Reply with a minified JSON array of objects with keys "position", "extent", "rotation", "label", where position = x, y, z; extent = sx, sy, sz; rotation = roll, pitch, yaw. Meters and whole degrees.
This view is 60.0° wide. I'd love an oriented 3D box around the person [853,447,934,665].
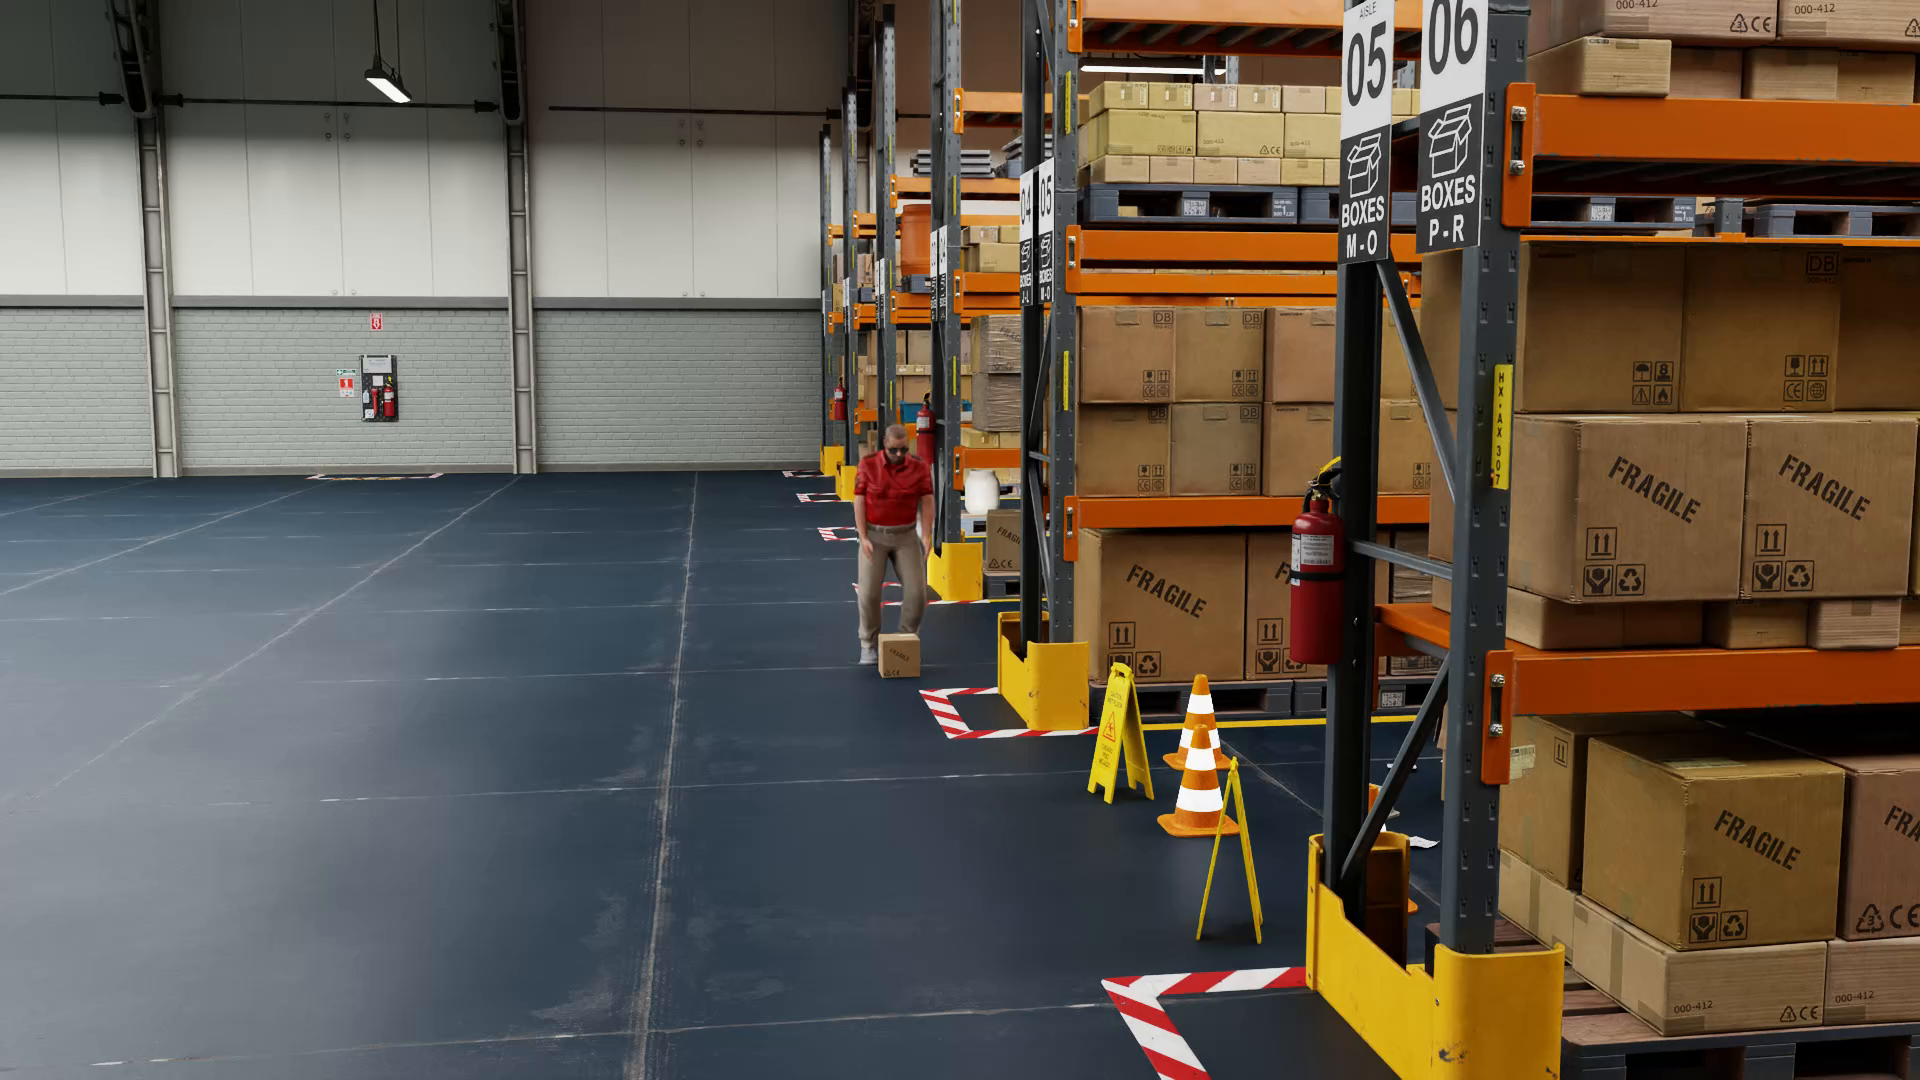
[{"position":[-0.459,0.092,11.514],"extent":[0.560,1.508,0.407],"rotation":[-1,6,-7],"label":"person"}]
